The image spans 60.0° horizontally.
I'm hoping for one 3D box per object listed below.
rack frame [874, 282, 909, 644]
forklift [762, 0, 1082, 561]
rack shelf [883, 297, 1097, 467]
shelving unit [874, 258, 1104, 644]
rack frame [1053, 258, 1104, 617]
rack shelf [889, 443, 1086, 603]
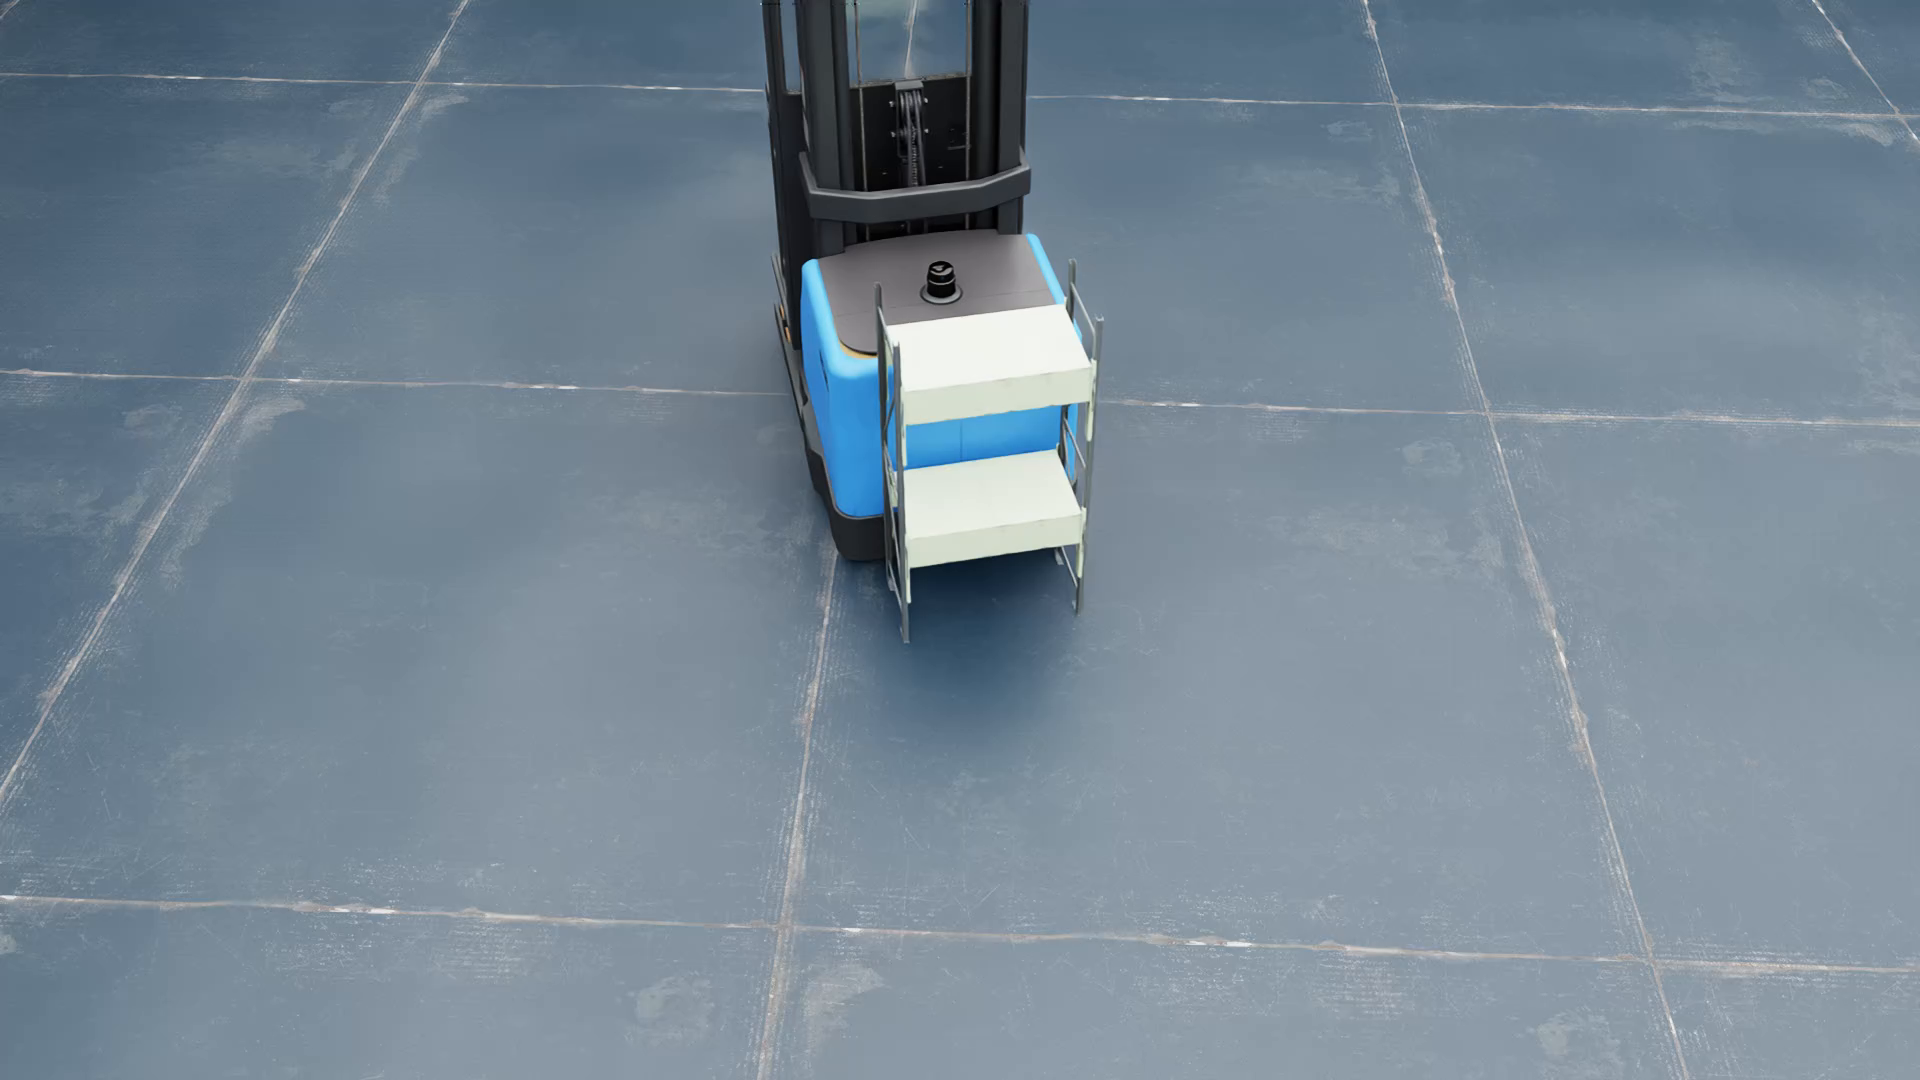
[{"bbox_3d":[-0.260,-0.257,6.425,0.023,1.500,0.400,-8,44,-9],"label":"rack frame"},{"bbox_3d":[-0.310,-2.001,7.248,1.130,2.935,3.031,-8,44,-9],"label":"forklift"},{"bbox_3d":[0.098,-0.595,6.215,0.720,0.370,0.431,-8,44,-9],"label":"rack shelf"},{"bbox_3d":[0.098,-0.309,6.482,0.755,1.500,0.431,-8,44,-9],"label":"shelving unit"},{"bbox_3d":[0.456,-0.362,6.538,0.023,1.500,0.400,-8,44,-9],"label":"rack frame"},{"bbox_3d":[0.098,-0.071,6.704,0.720,0.370,0.431,-8,44,-9],"label":"rack shelf"}]
